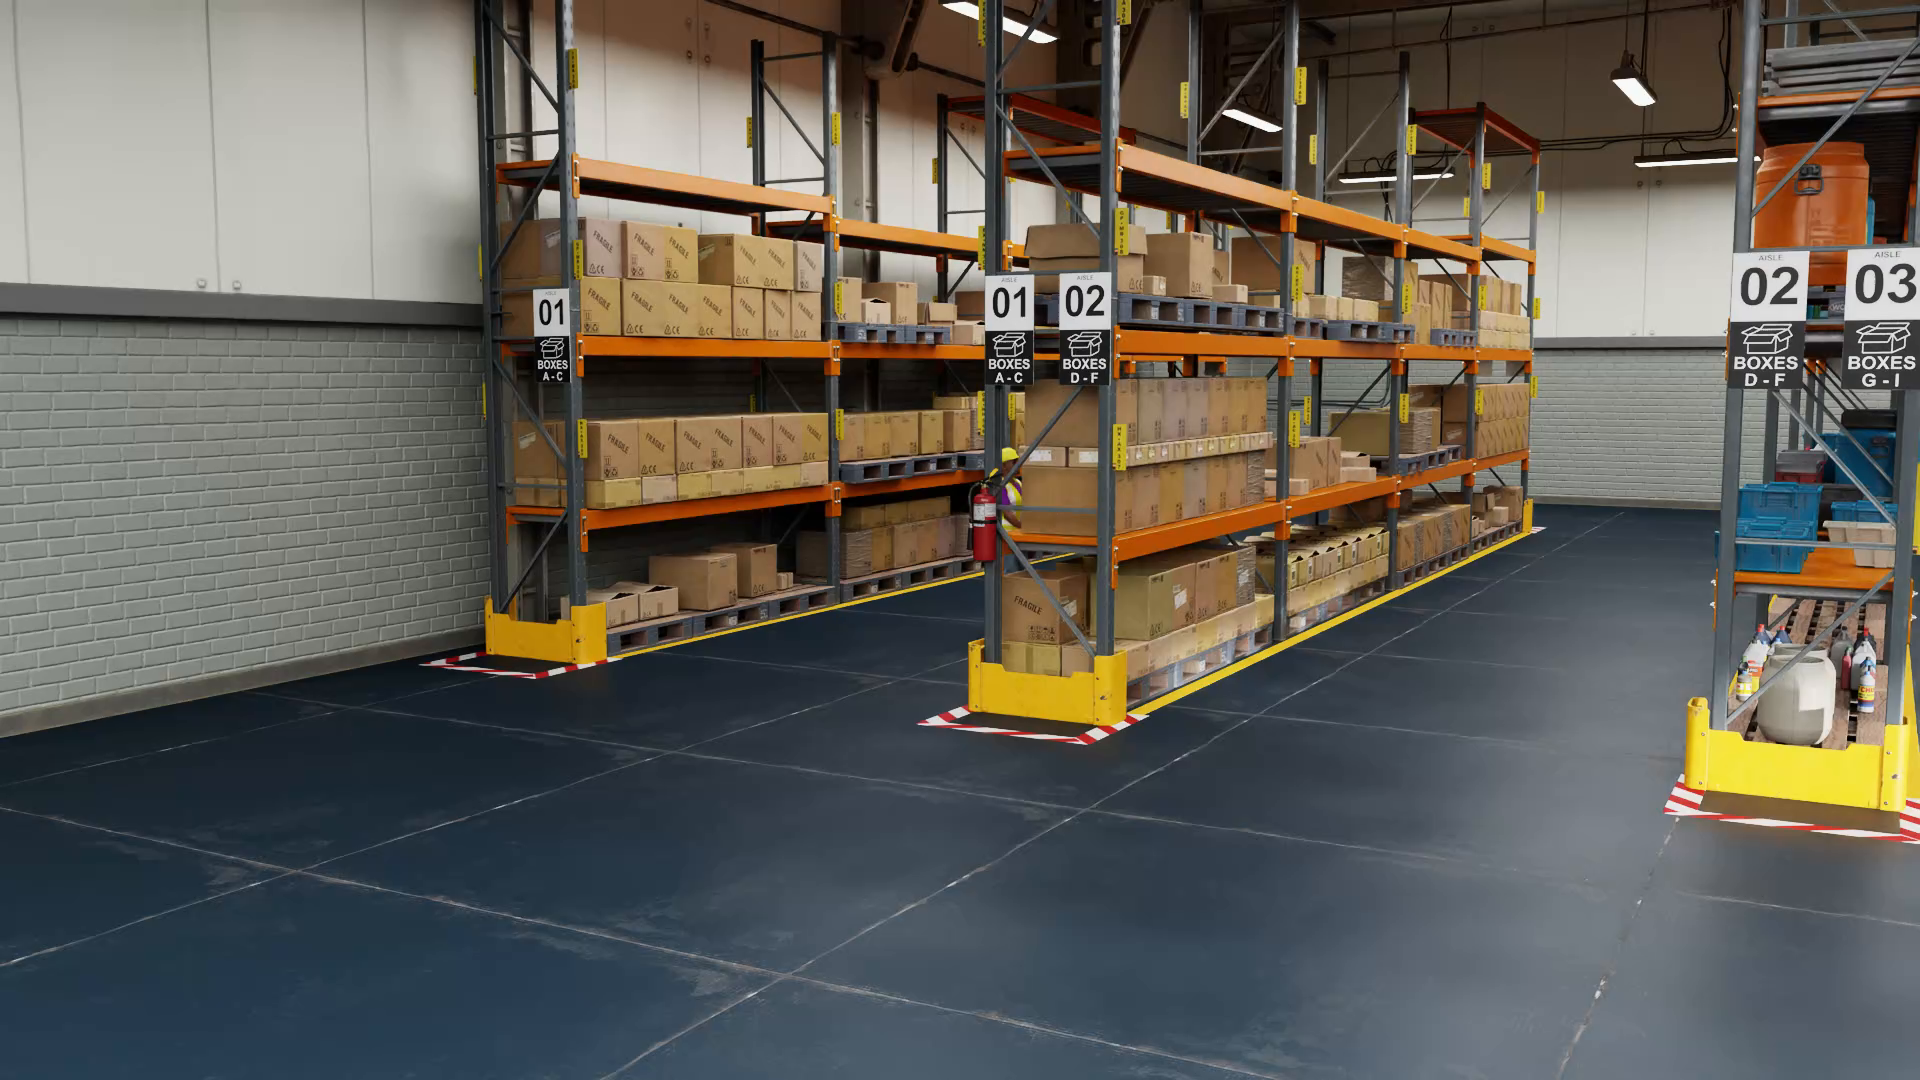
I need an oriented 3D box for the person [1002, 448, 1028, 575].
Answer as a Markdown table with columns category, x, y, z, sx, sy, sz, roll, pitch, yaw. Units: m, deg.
| category | x | y | z | sx | sy | sz | roll | pitch | yaw |
| --- | --- | --- | --- | --- | --- | --- | --- | --- | --- |
| person | 0.578 | -0.008 | 16.099 | 0.573 | 1.767 | 0.521 | 3 | 7 | 28 |
